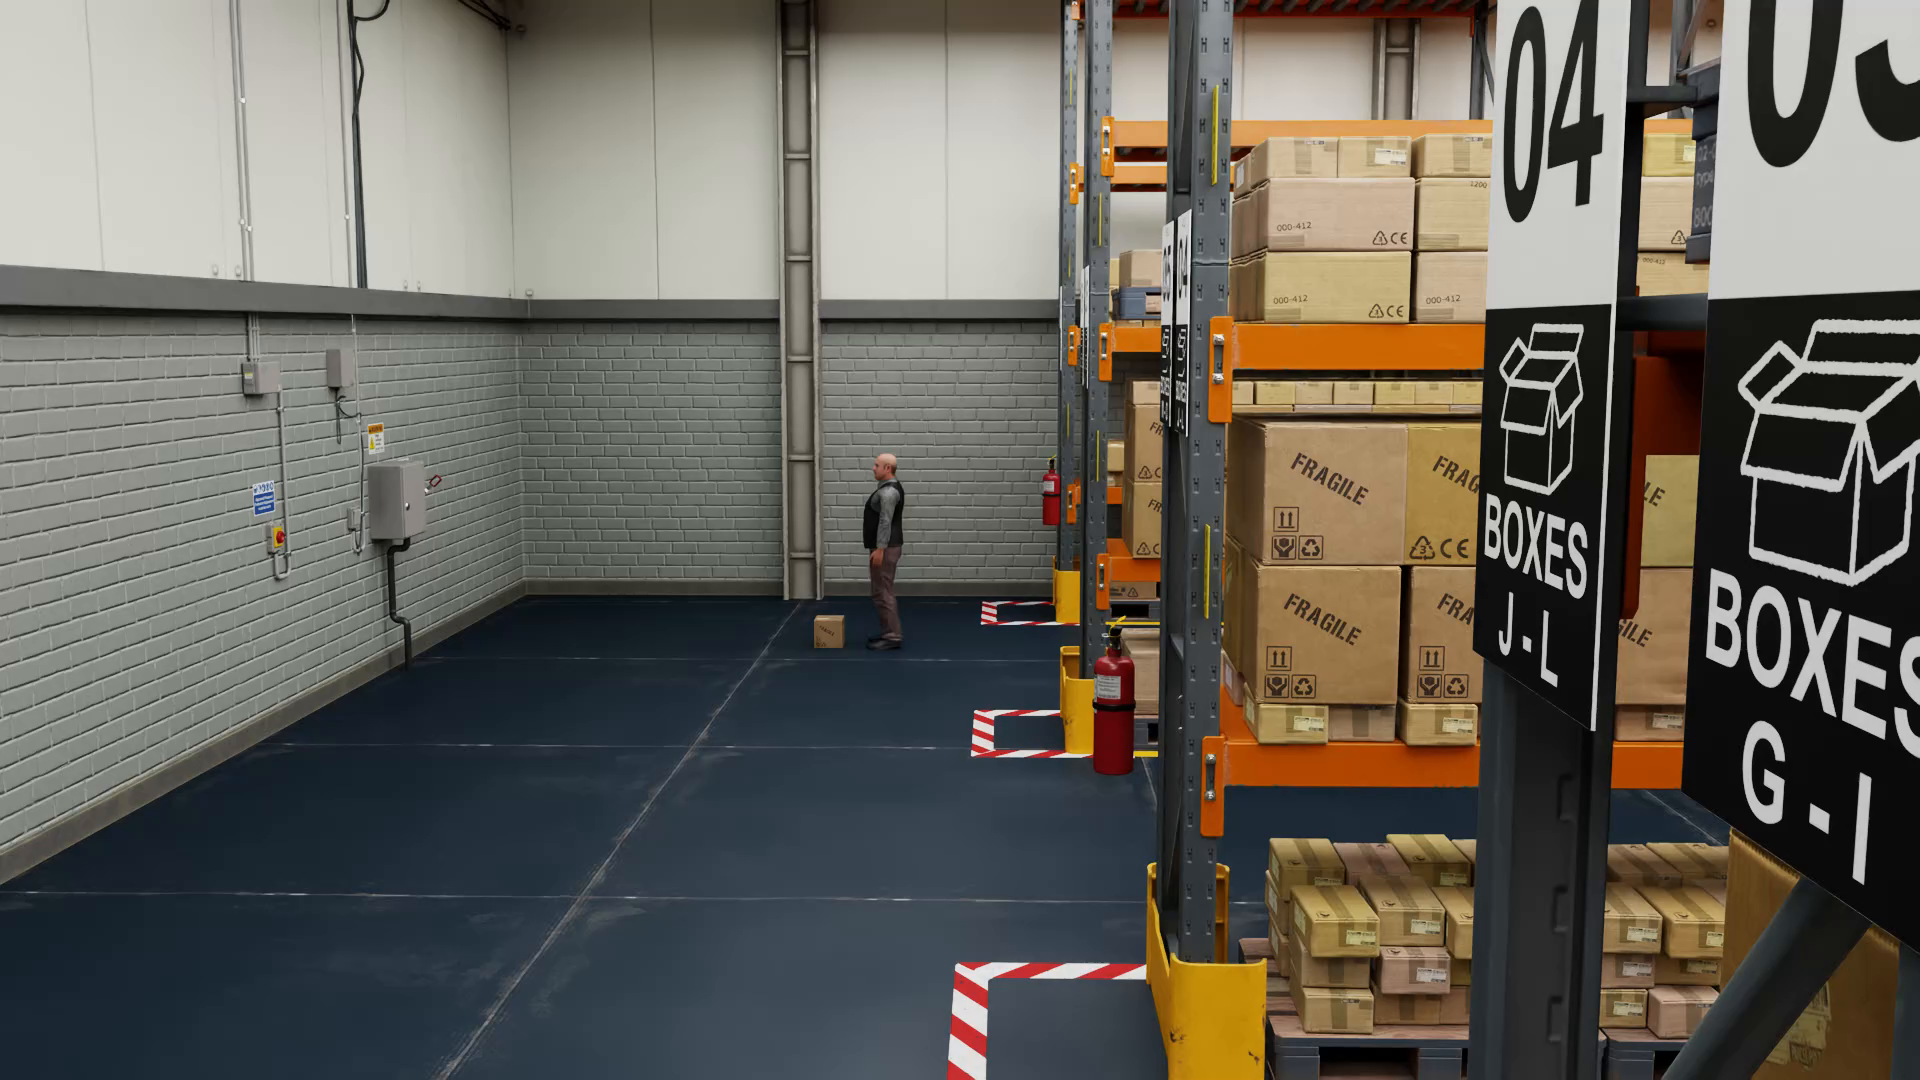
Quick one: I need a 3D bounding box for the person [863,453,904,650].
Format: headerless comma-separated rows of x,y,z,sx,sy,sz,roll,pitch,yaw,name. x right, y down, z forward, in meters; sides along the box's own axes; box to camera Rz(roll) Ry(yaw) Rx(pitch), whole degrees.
-0.673,0.096,14.656,0.359,1.723,0.531,0,7,3,person
